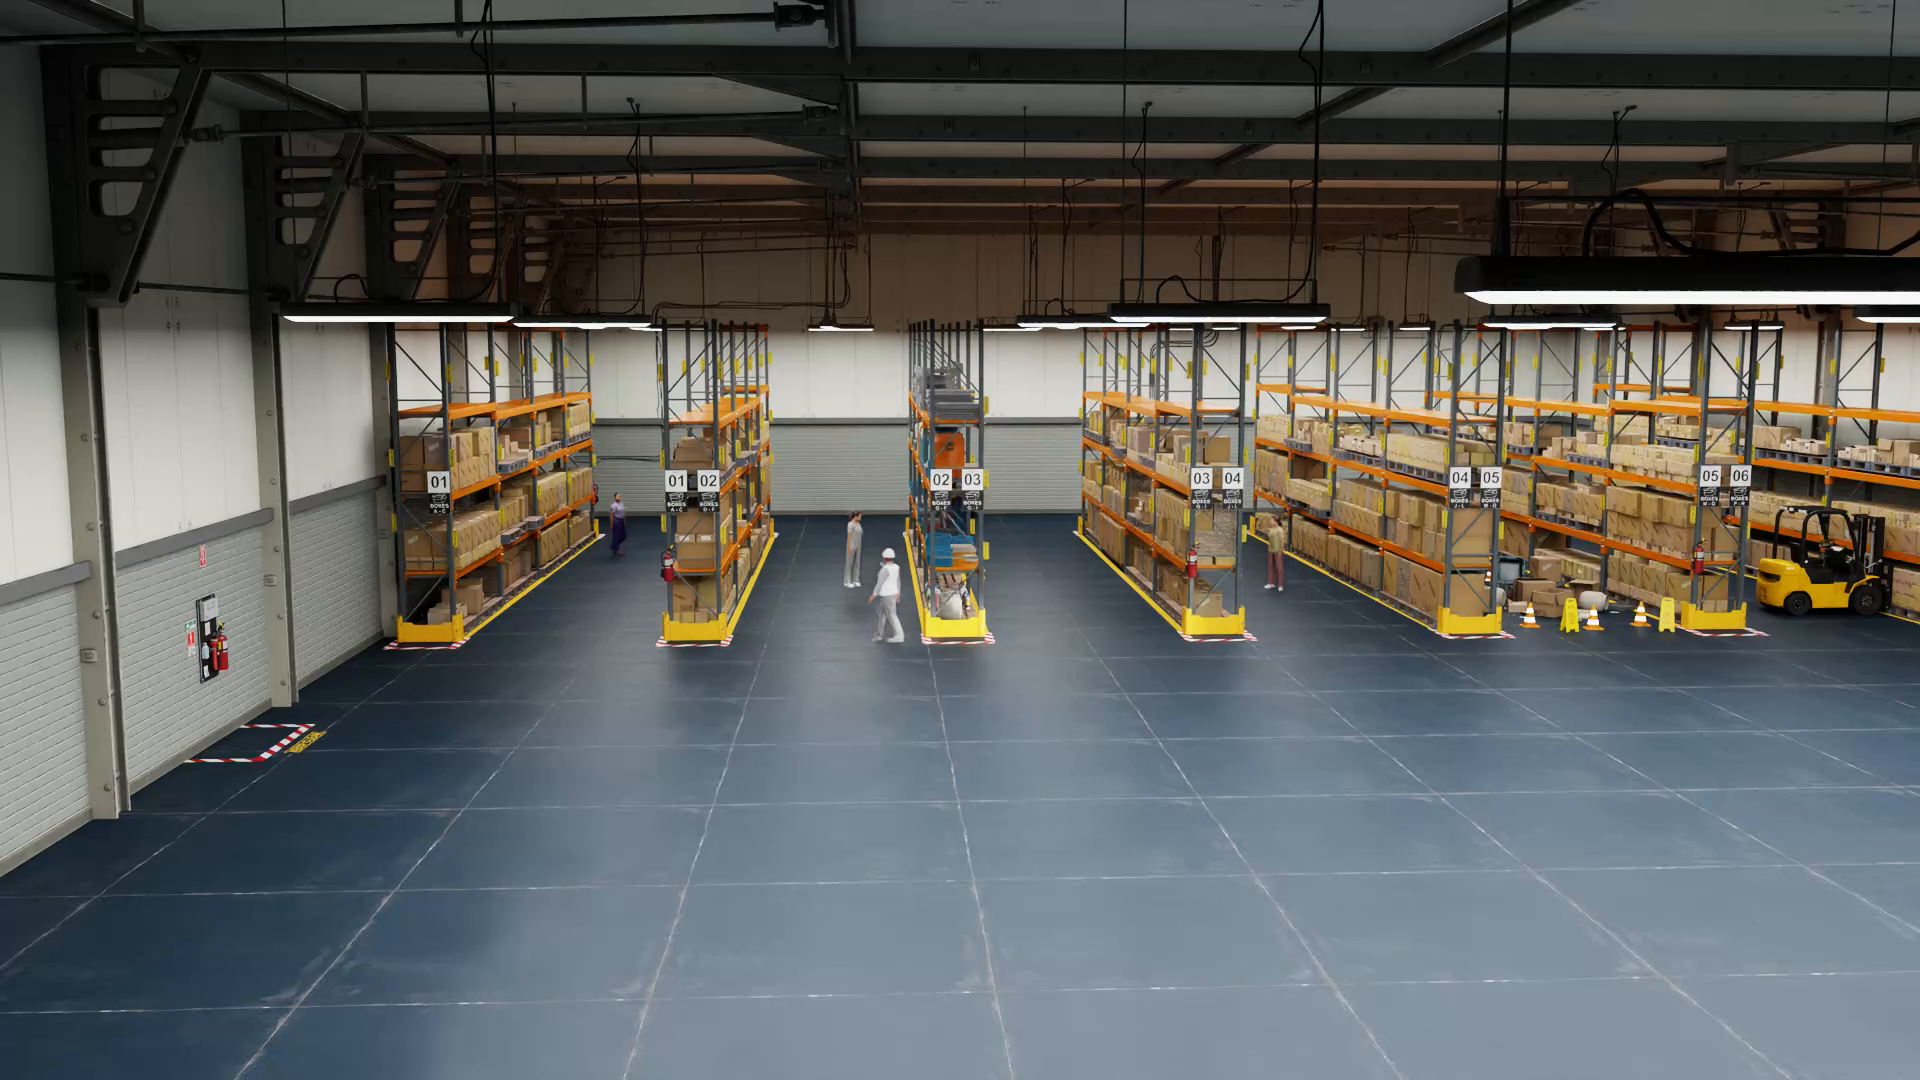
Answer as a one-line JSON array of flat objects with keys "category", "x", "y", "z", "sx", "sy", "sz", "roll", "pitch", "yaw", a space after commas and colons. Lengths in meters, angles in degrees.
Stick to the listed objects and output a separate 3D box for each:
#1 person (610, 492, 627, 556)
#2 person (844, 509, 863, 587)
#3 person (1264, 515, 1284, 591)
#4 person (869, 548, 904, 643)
[{"category": "person", "x": -8.913, "y": -0.413, "z": 43.160, "sx": 0.456, "sy": 1.644, "sz": 0.488, "roll": 1, "pitch": 7, "yaw": 9}, {"category": "person", "x": -2.294, "y": 0.169, "z": 35.847, "sx": 0.377, "sy": 1.686, "sz": 0.472, "roll": 6, "pitch": 9, "yaw": 39}, {"category": "person", "x": 7.118, "y": 0.293, "z": 37.439, "sx": 0.331, "sy": 1.710, "sz": 0.462, "roll": -7, "pitch": 10, "yaw": -43}, {"category": "person", "x": -1.378, "y": 1.059, "z": 30.878, "sx": 0.690, "sy": 1.815, "sz": 0.533, "roll": 0, "pitch": 7, "yaw": 3}]
